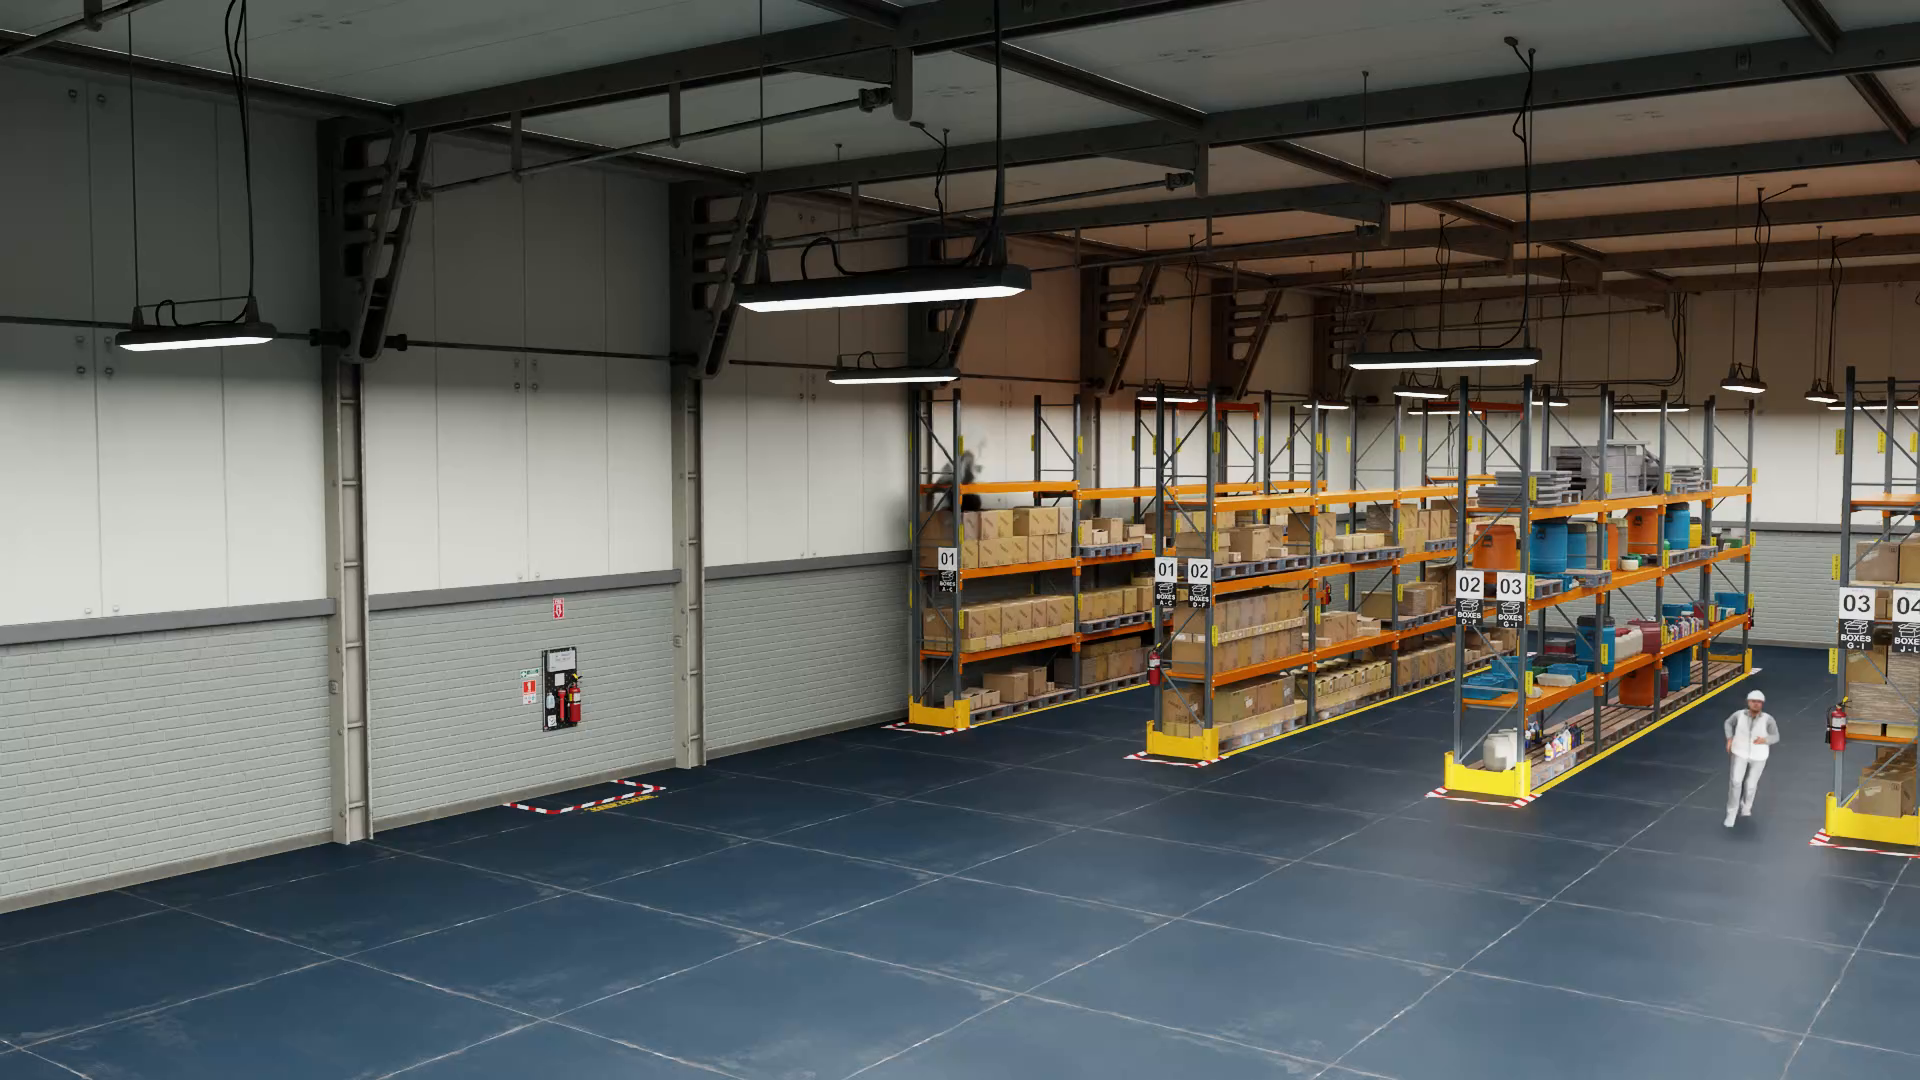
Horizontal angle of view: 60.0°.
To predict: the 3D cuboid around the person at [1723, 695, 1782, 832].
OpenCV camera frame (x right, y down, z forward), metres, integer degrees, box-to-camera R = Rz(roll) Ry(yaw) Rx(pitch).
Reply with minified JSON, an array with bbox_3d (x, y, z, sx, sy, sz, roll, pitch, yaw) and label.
[{"bbox_3d":[10.372,2.901,21.790,0.697,1.757,0.862,2,4,25],"label":"person"}]
